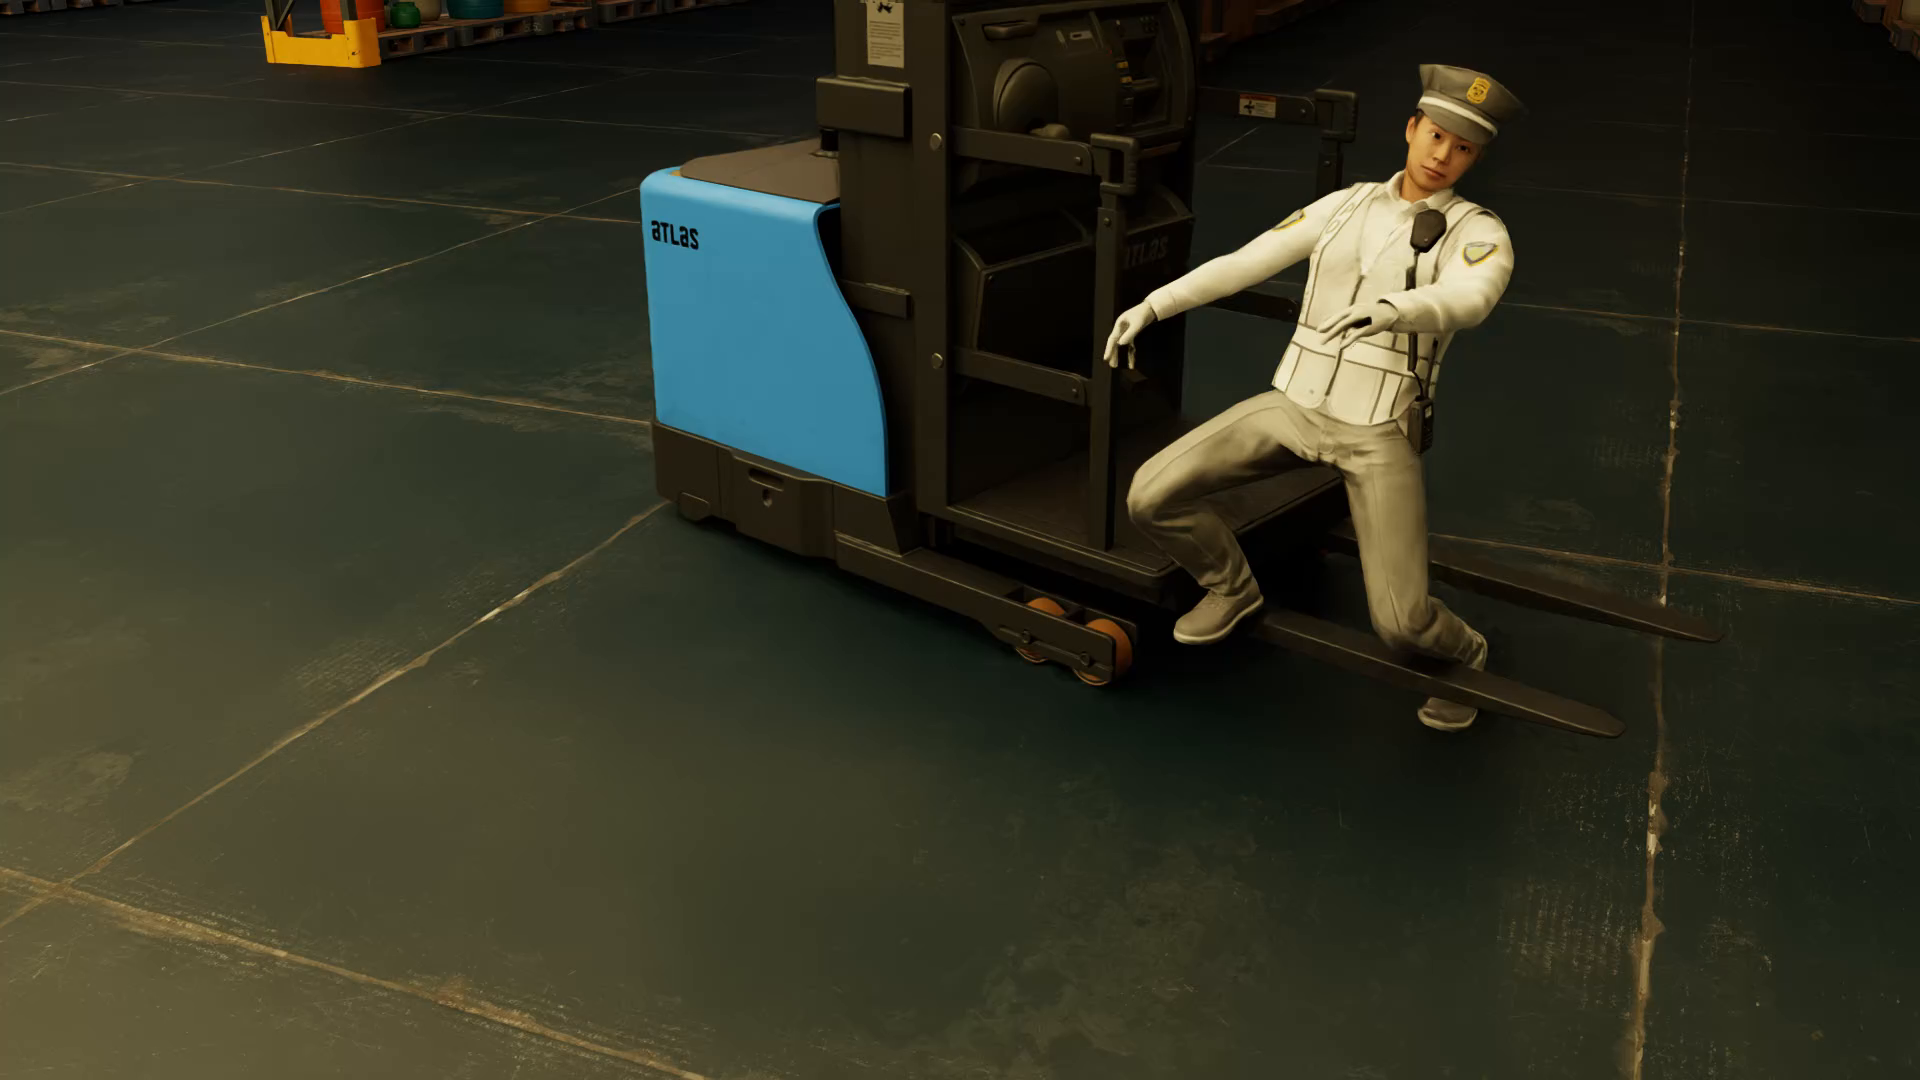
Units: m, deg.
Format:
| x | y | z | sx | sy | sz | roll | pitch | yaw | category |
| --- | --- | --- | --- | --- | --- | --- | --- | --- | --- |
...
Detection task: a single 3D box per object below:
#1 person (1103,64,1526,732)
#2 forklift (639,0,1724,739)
| x | y | z | sx | sy | sz | roll | pitch | yaw | category |
| --- | --- | --- | --- | --- | --- | --- | --- | --- | --- |
| 0.759 | -0.276 | 3.719 | 0.819 | 1.518 | 0.819 | 17 | 28 | 35 | person |
| 0.473 | -1.212 | 4.192 | 3.031 | 2.935 | 1.130 | 19 | 29 | 38 | forklift |
